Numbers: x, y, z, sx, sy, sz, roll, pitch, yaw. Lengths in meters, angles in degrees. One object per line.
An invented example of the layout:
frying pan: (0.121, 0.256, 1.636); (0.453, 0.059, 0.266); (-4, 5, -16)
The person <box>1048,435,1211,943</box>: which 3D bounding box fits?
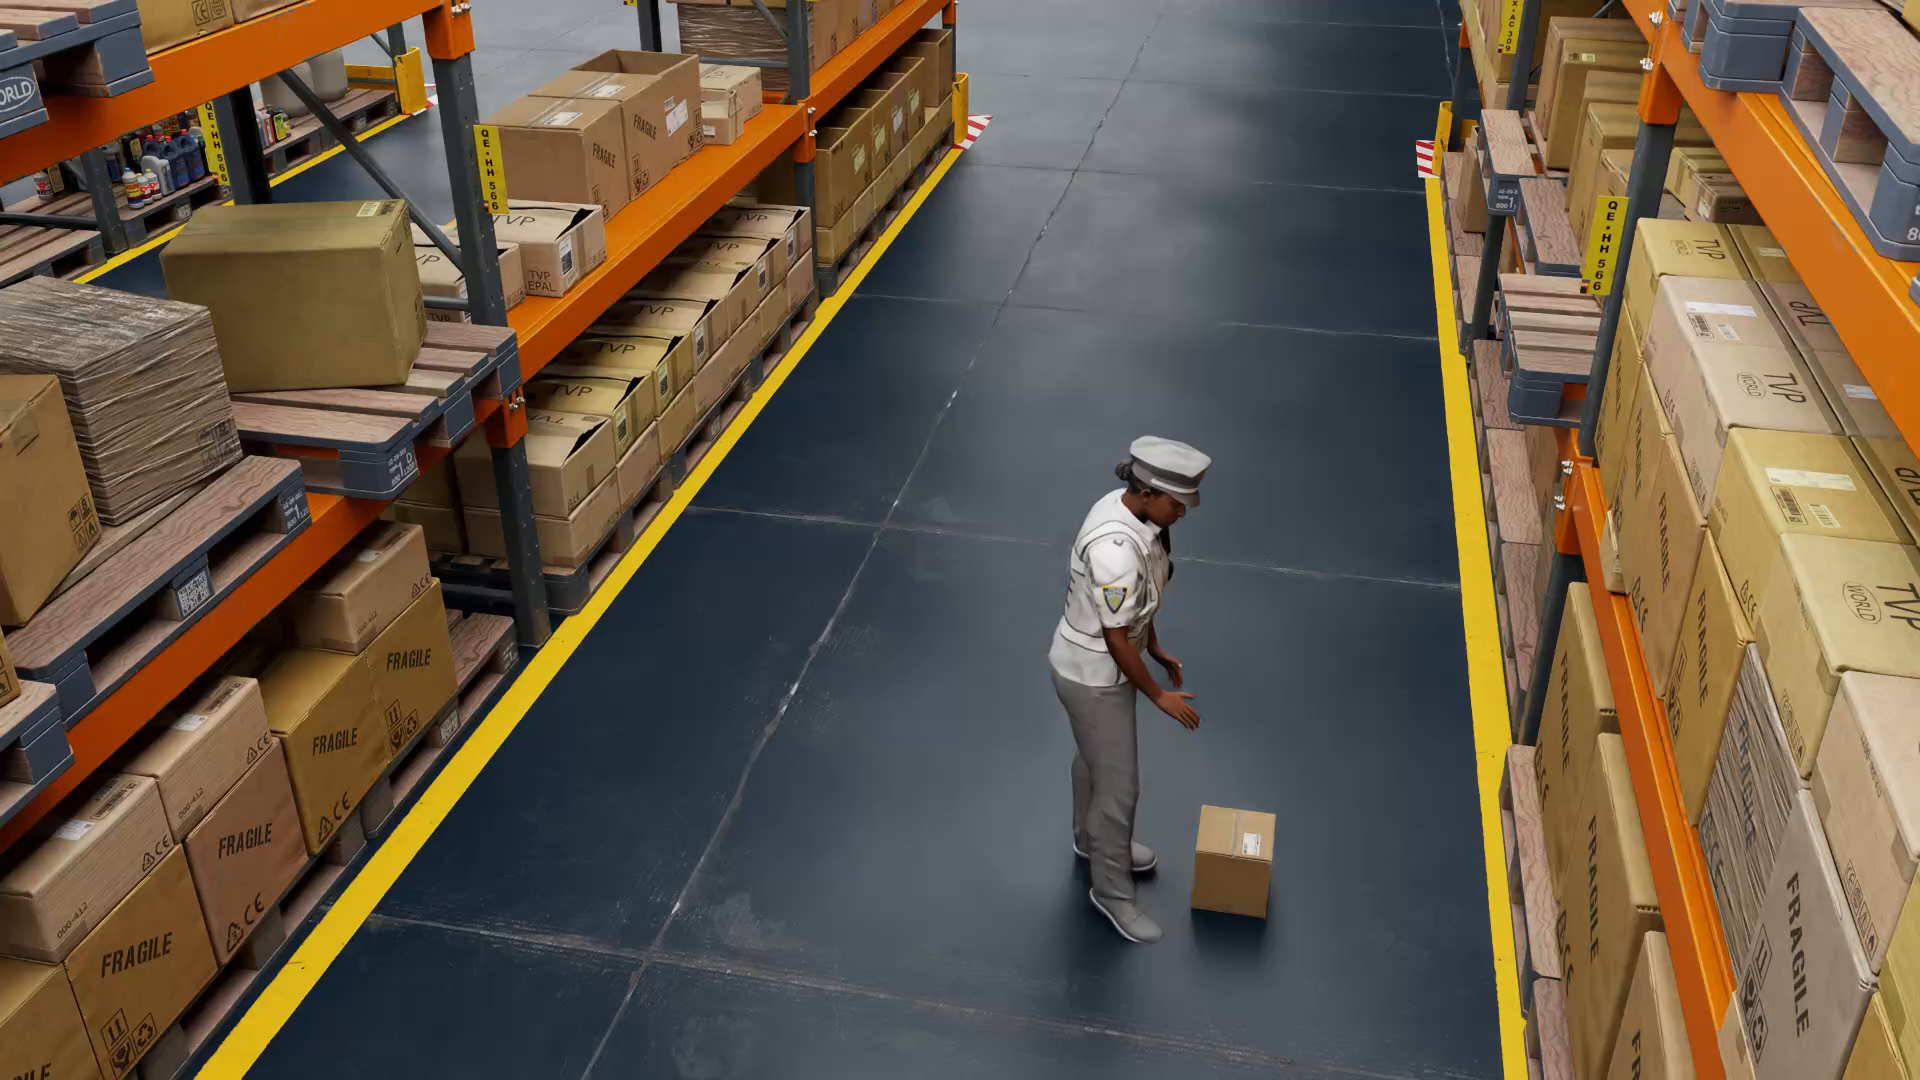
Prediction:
person: (0.529, 0.466, 5.304); (0.517, 1.687, 0.521); (8, 30, 14)
